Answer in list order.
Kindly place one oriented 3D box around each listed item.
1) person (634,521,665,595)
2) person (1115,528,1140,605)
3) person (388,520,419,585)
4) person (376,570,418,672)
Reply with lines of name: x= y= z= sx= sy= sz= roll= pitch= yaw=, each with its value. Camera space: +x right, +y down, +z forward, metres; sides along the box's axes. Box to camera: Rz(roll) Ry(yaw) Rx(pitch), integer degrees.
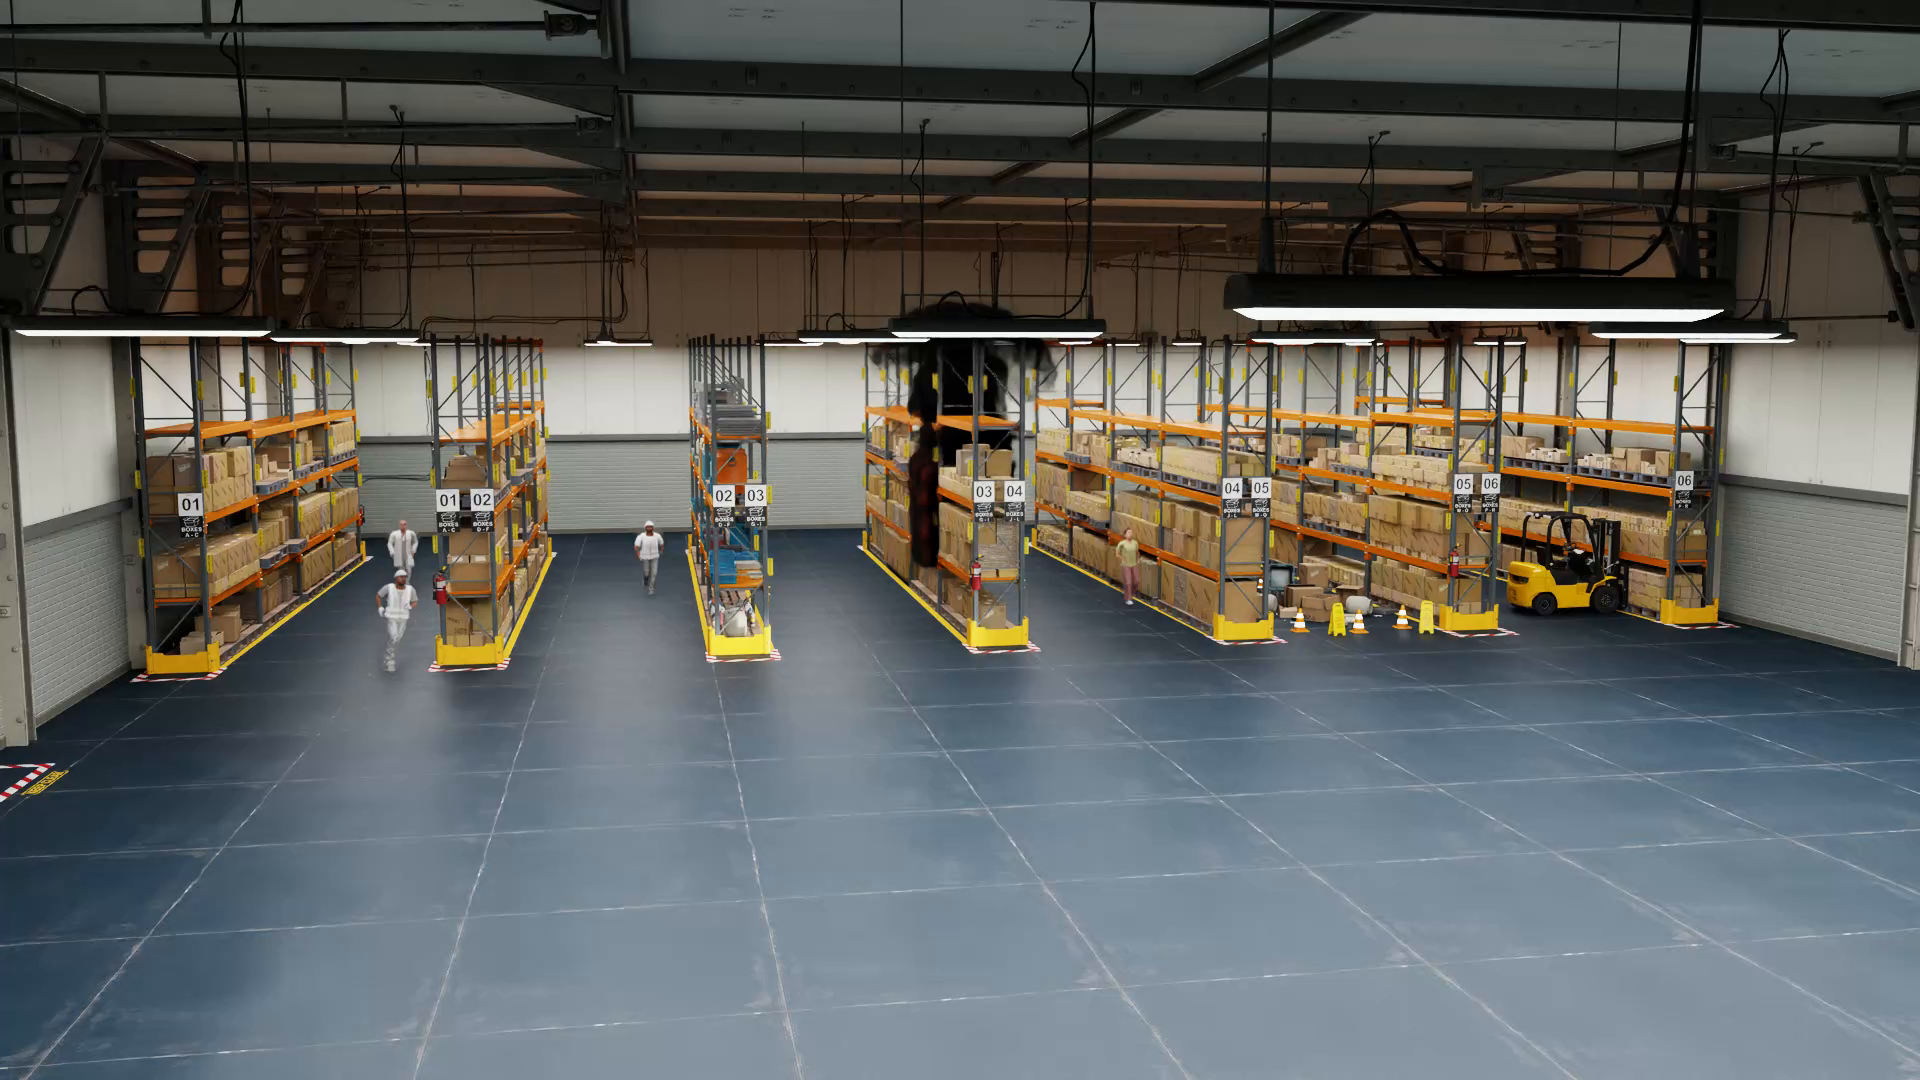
person: x=-7.251 y=0.417 z=38.937 sx=0.710 sy=1.734 sz=0.723 roll=-2 pitch=7 yaw=-18
person: x=3.608 y=0.558 z=35.484 sx=0.577 sy=1.632 sz=0.519 roll=-2 pitch=7 yaw=-17
person: x=-13.127 y=0.383 z=39.229 sx=0.694 sy=1.730 sz=0.671 roll=-3 pitch=7 yaw=-23
person: x=-10.100 y=1.438 z=29.914 sx=0.664 sy=1.824 sz=0.719 roll=-5 pitch=9 yaw=-40
